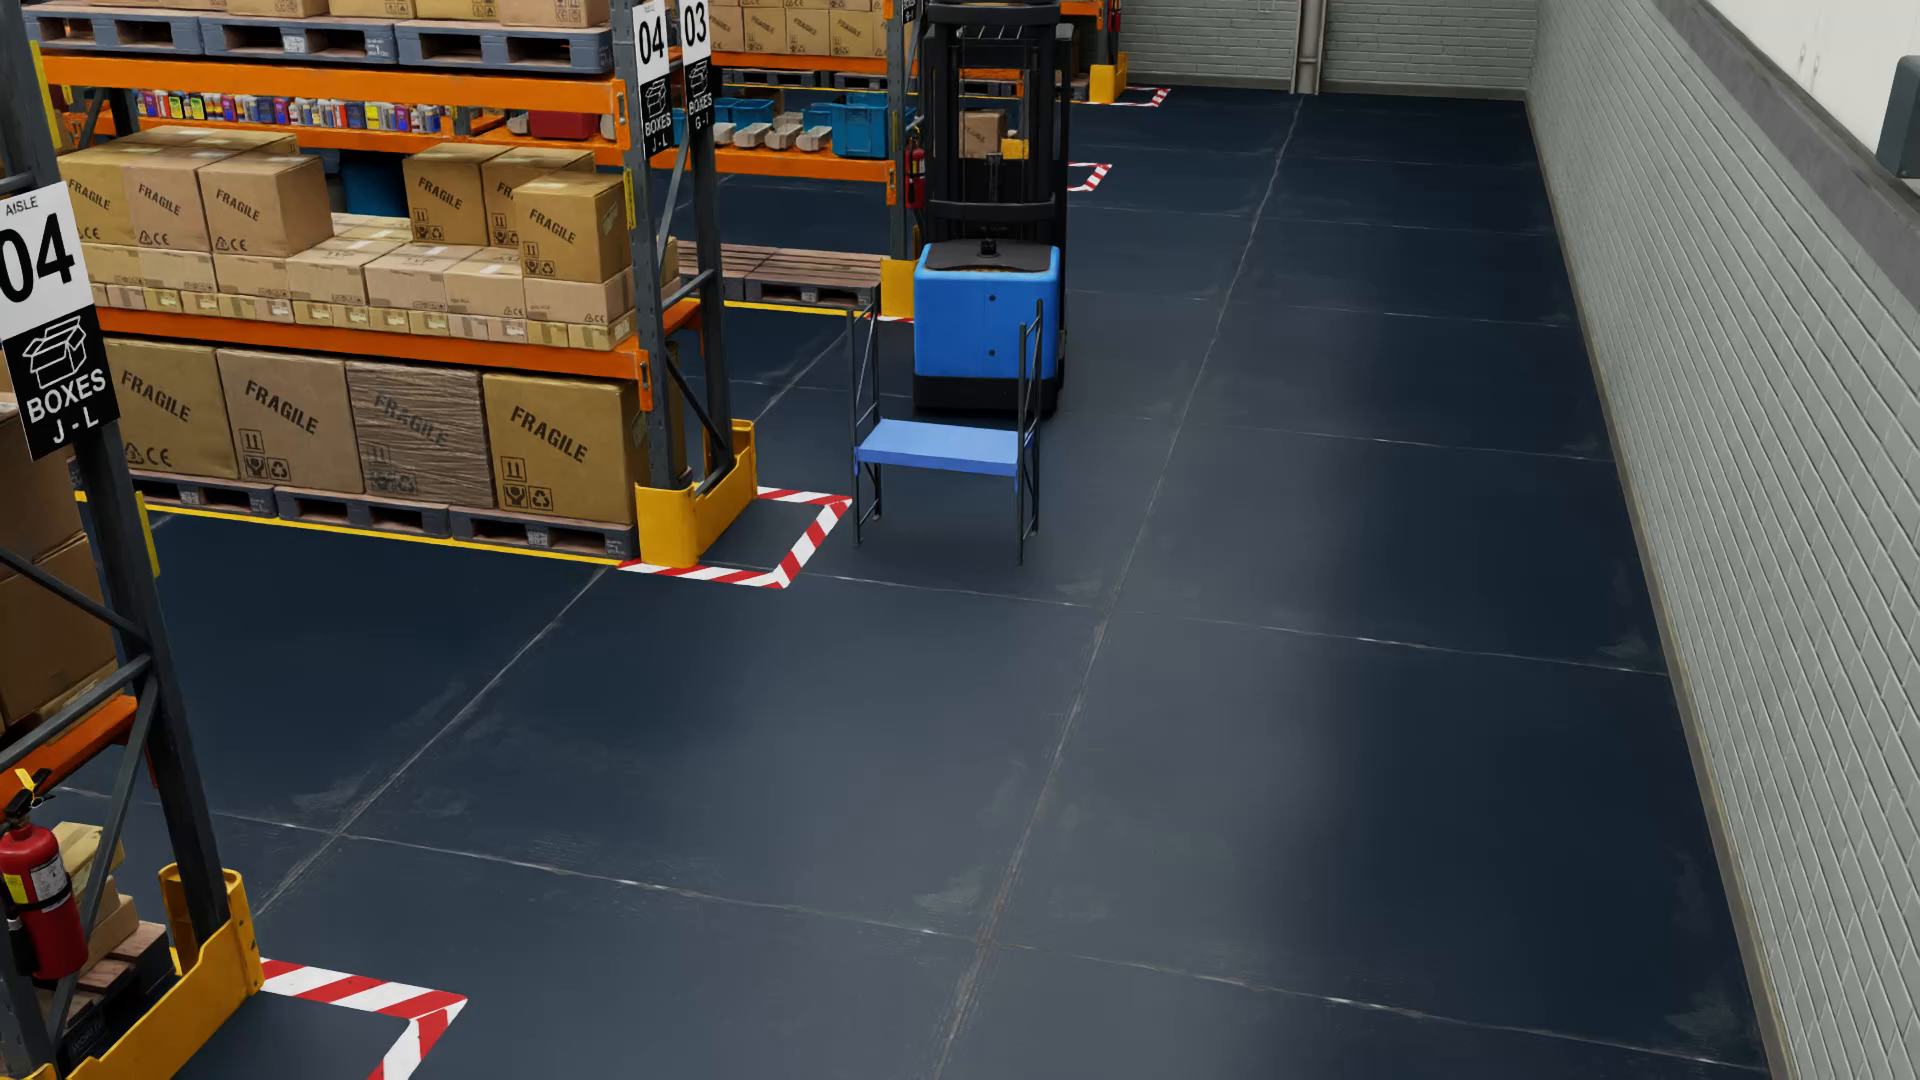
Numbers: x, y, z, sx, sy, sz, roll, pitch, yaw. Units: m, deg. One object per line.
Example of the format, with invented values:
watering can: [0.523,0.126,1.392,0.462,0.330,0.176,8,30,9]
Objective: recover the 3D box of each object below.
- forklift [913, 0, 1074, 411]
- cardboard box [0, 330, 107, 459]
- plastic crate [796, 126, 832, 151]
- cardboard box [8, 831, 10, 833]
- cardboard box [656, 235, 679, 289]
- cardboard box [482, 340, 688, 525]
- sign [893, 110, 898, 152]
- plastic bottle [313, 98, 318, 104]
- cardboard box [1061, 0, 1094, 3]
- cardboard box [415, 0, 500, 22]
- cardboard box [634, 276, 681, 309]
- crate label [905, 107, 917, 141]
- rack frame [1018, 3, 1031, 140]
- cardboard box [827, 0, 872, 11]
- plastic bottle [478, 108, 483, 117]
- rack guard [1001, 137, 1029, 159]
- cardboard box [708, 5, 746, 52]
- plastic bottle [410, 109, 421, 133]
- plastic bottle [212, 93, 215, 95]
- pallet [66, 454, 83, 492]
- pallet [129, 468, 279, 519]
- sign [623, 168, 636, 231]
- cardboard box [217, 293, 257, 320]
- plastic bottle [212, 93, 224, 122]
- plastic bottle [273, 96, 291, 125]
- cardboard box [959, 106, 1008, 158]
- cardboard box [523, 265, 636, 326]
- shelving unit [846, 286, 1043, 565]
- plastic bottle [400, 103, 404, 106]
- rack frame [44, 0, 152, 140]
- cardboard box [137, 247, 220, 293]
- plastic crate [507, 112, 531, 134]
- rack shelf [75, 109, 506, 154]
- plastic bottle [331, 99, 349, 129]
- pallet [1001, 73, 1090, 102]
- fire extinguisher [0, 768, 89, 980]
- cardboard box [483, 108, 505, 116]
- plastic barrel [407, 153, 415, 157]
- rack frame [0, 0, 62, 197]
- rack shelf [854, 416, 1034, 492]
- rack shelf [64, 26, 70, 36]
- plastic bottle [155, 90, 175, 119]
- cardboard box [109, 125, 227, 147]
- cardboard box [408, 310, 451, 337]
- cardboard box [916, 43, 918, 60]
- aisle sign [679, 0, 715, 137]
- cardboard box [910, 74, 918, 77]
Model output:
forklift: [0.296,-2.859,12.846,1.130,2.935,3.031,2,26,4]
cardboard box: [-6.139,-1.161,11.182,0.875,0.875,1.225,6,26,13]
plastic crate: [-1.242,-3.424,14.190,0.243,0.136,0.396,6,26,13]
cardboard box: [-3.906,1.184,6.410,0.250,0.149,0.380,6,26,13]
cardboard box: [-2.038,-1.673,10.102,0.500,0.250,0.500,6,26,12]
cardboard box: [-2.280,-0.708,10.230,0.875,0.875,0.875,6,26,13]
sign: [-0.528,-3.347,13.601,0.005,0.325,0.100,6,26,13]
plastic bottle: [-5.927,-3.968,15.245,0.097,0.271,0.097,0,25,0]
cardboard box: [1.564,-7.814,22.825,0.700,0.700,0.980,8,26,15]
cardboard box: [-2.672,-3.220,9.314,0.500,0.500,0.700,5,26,11]
cardboard box: [-1.902,-1.504,10.212,0.250,0.149,0.380,7,26,14]
crate label: [-0.564,-3.619,14.487,0.303,0.233,0.416,6,26,13]
rack frame: [0.830,-5.566,18.451,0.127,3.000,1.000,6,26,13]
cardboard box: [-1.159,-6.158,18.415,0.500,0.500,0.500,7,26,15]
plastic bottle: [-4.530,-4.097,15.501,0.133,0.283,0.061,6,26,13]
rack guard: [0.757,-4.445,19.006,0.348,0.500,1.175,6,26,13]
cardboard box: [-2.618,-5.871,18.976,0.500,0.500,0.500,7,26,14]
plastic bottle: [-4.862,-3.751,14.871,0.097,0.201,0.097,0,25,0]
plastic bottle: [-7.232,-4.350,16.129,0.097,0.201,0.097,0,25,0]
pallet: [-6.281,-0.663,11.396,1.213,0.211,1.003,6,26,13]
pallet: [-4.797,-0.497,11.049,1.213,0.211,1.003,6,26,13]
sign: [-1.789,-1.847,9.018,0.005,0.325,0.100,6,26,13]
cardboard box: [-4.298,-1.476,10.153,0.250,0.149,0.380,6,26,12]
plastic bottle: [-6.816,-3.999,15.310,0.097,0.271,0.097,0,25,0]
plastic bottle: [-6.176,-3.925,15.141,0.133,0.283,0.061,6,26,13]
cardboard box: [0.242,-4.592,18.801,0.500,0.500,0.500,6,26,13]
cardboard box: [-2.176,-1.450,9.635,0.500,0.250,0.500,6,26,12]
shelving unit: [-0.083,-0.686,9.947,1.048,1.500,0.538,6,26,13]
plastic bottle: [-5.283,-4.135,15.676,0.097,0.201,0.097,0,25,0]
rack frame: [-8.155,-4.361,15.920,0.127,3.000,1.000,6,26,13]
cardboard box: [-4.644,-1.722,10.207,0.500,0.250,0.500,6,26,13]
plastic crate: [-3.866,-3.731,14.834,0.243,0.136,0.396,6,26,13]
rack shelf: [-6.218,-3.822,15.625,4.000,0.370,1.077,6,26,13]
plastic bottle: [-5.585,-3.877,15.048,0.135,0.276,0.152,6,26,13]
pallet: [1.267,-6.423,23.495,1.213,0.211,1.003,6,26,13]
fire extinguisher: [-2.845,1.034,5.112,0.183,0.674,0.296,6,26,13]
cardboard box: [-5.555,-5.215,20.111,0.500,0.500,0.500,6,26,12]
plastic barrel: [-4.804,-3.240,15.518,0.708,0.901,0.600,6,26,13]
rack frame: [-2.974,-2.097,4.186,0.127,3.000,1.000,6,26,13]
rack shelf: [-0.083,-0.524,10.024,1.000,0.185,0.538,6,26,13]
rack shelf: [-7.451,-3.114,10.649,4.000,0.370,1.077,6,26,13]
plastic bottle: [-7.368,-4.074,15.462,0.135,0.276,0.152,6,26,13]
cardboard box: [-5.003,-2.338,10.627,0.500,0.500,0.500,7,26,14]
cardboard box: [-3.057,-1.339,9.864,0.250,0.149,0.380,6,26,12]
cardboard box: [-0.175,-5.600,18.406,0.500,0.500,0.500,7,26,13]
aisle sign: [-1.496,-2.733,9.477,0.004,0.787,0.394,6,26,13]
cardboard box: [-0.629,-6.940,23.757,0.500,0.500,0.700,6,26,12]
